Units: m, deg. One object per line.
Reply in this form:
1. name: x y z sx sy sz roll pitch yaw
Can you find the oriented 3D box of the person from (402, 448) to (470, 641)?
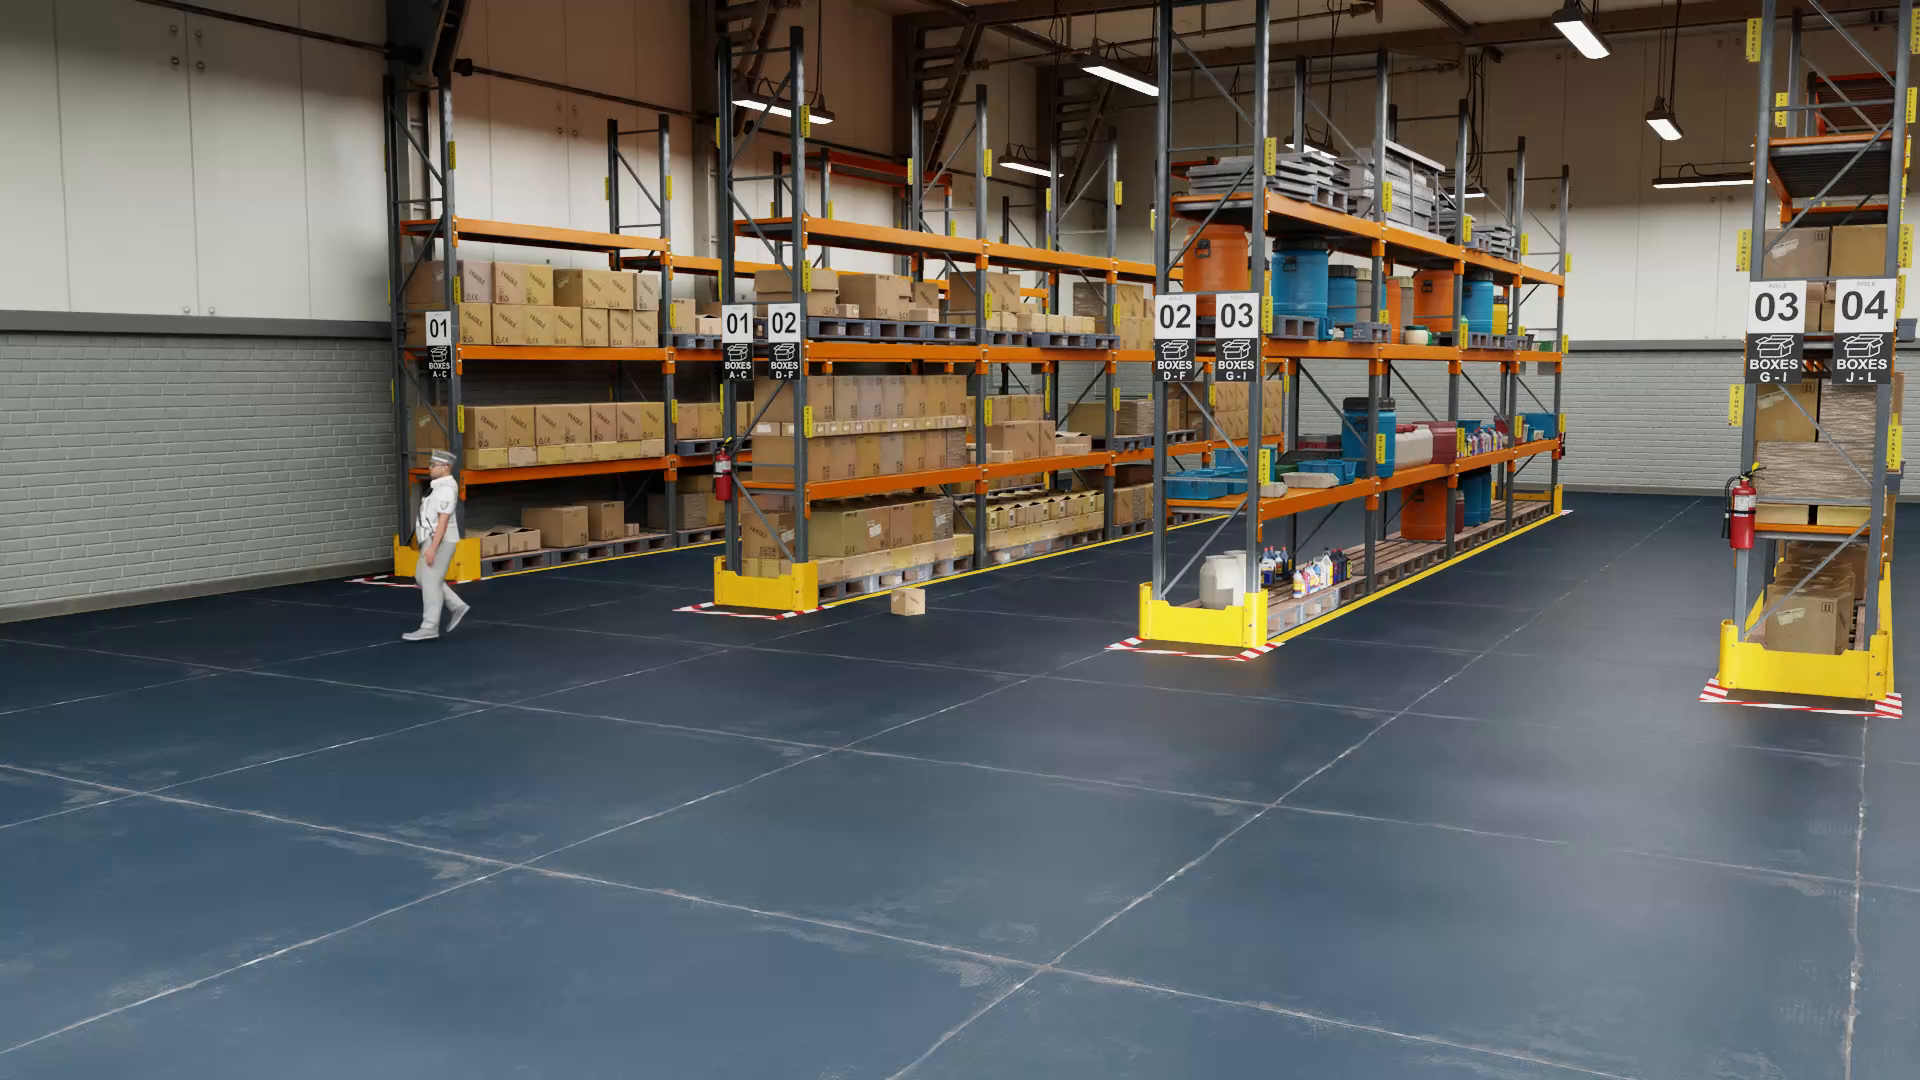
1. person: -4.898 0.032 15.487 0.614 1.765 0.579 -2 6 -16
